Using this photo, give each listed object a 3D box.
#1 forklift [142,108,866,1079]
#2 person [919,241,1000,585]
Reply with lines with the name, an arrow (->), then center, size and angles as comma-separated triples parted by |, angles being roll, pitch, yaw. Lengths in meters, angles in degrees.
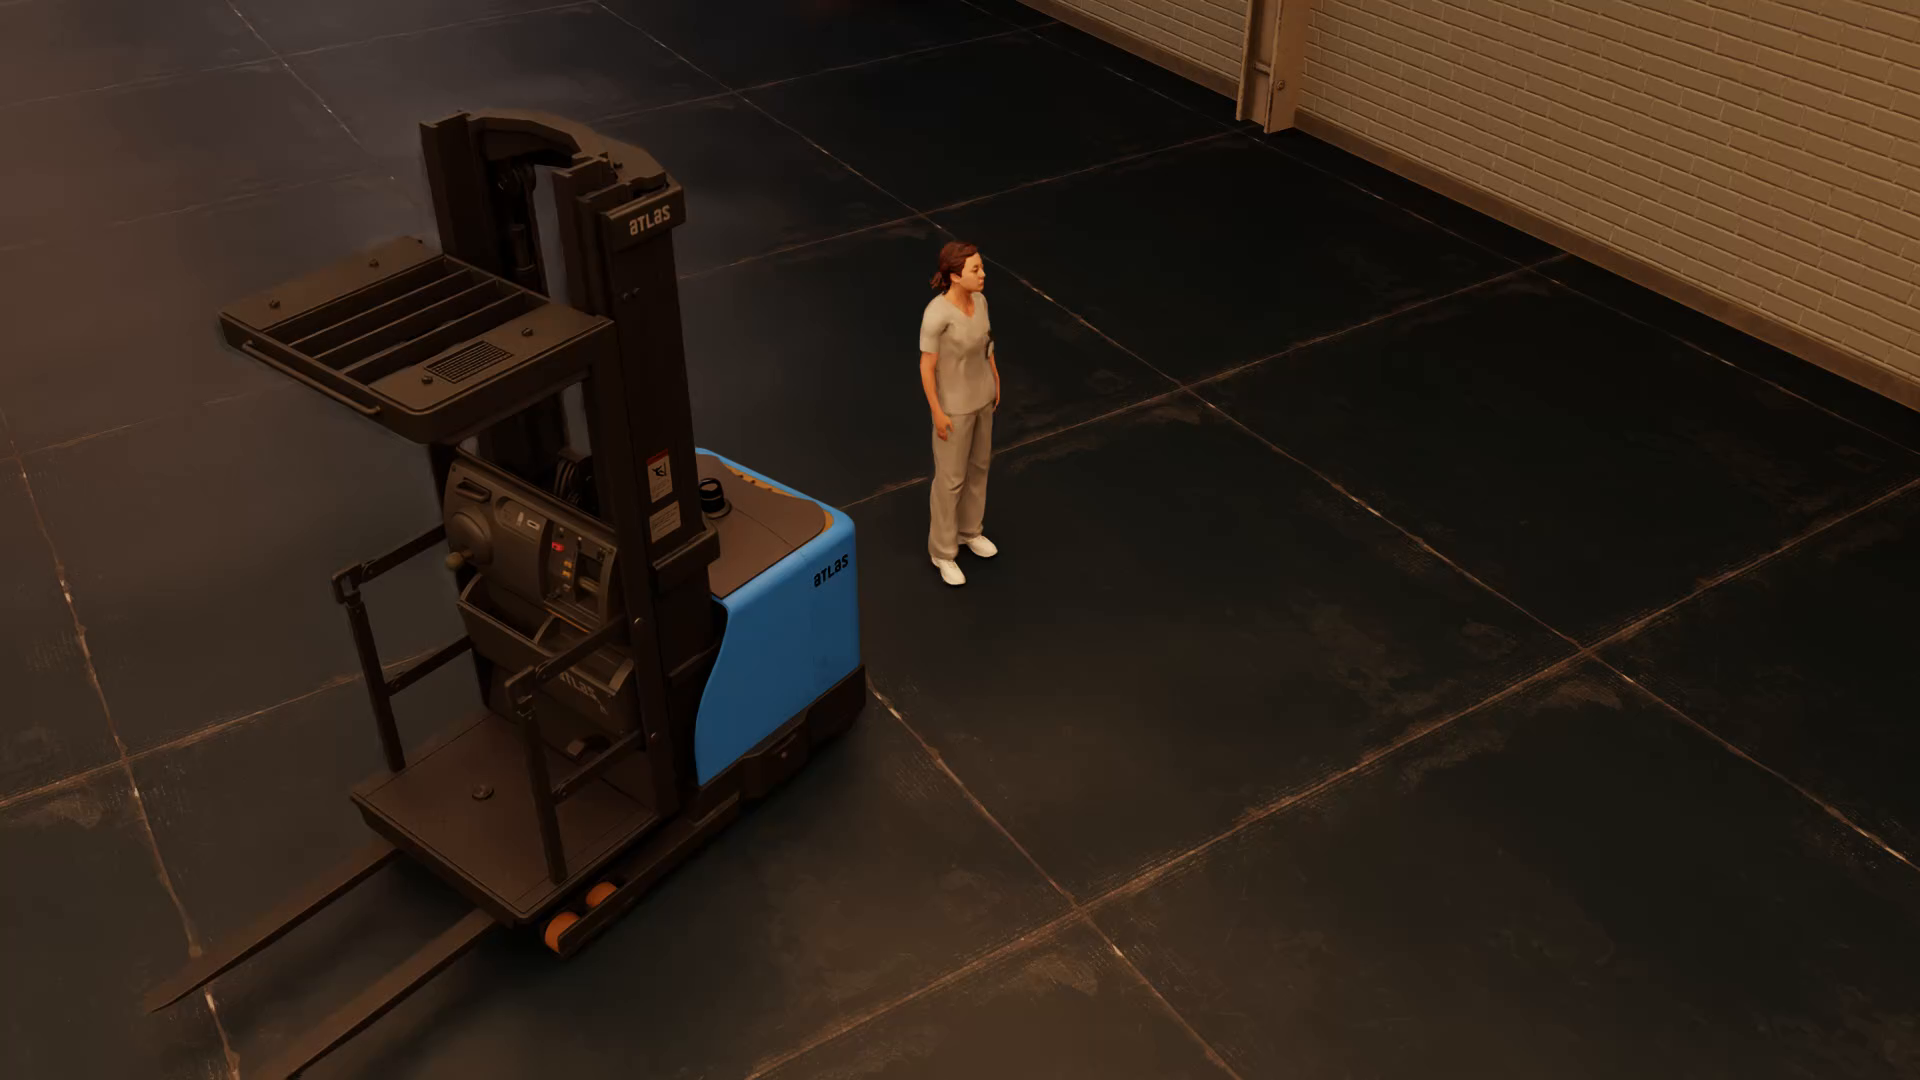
forklift -> -1.731, 0.077, 6.037 | 1.130, 2.935, 3.031 | 24, 42, 30
person -> 0.008, -0.649, 8.166 | 0.444, 1.676, 0.618 | 24, 41, 30
